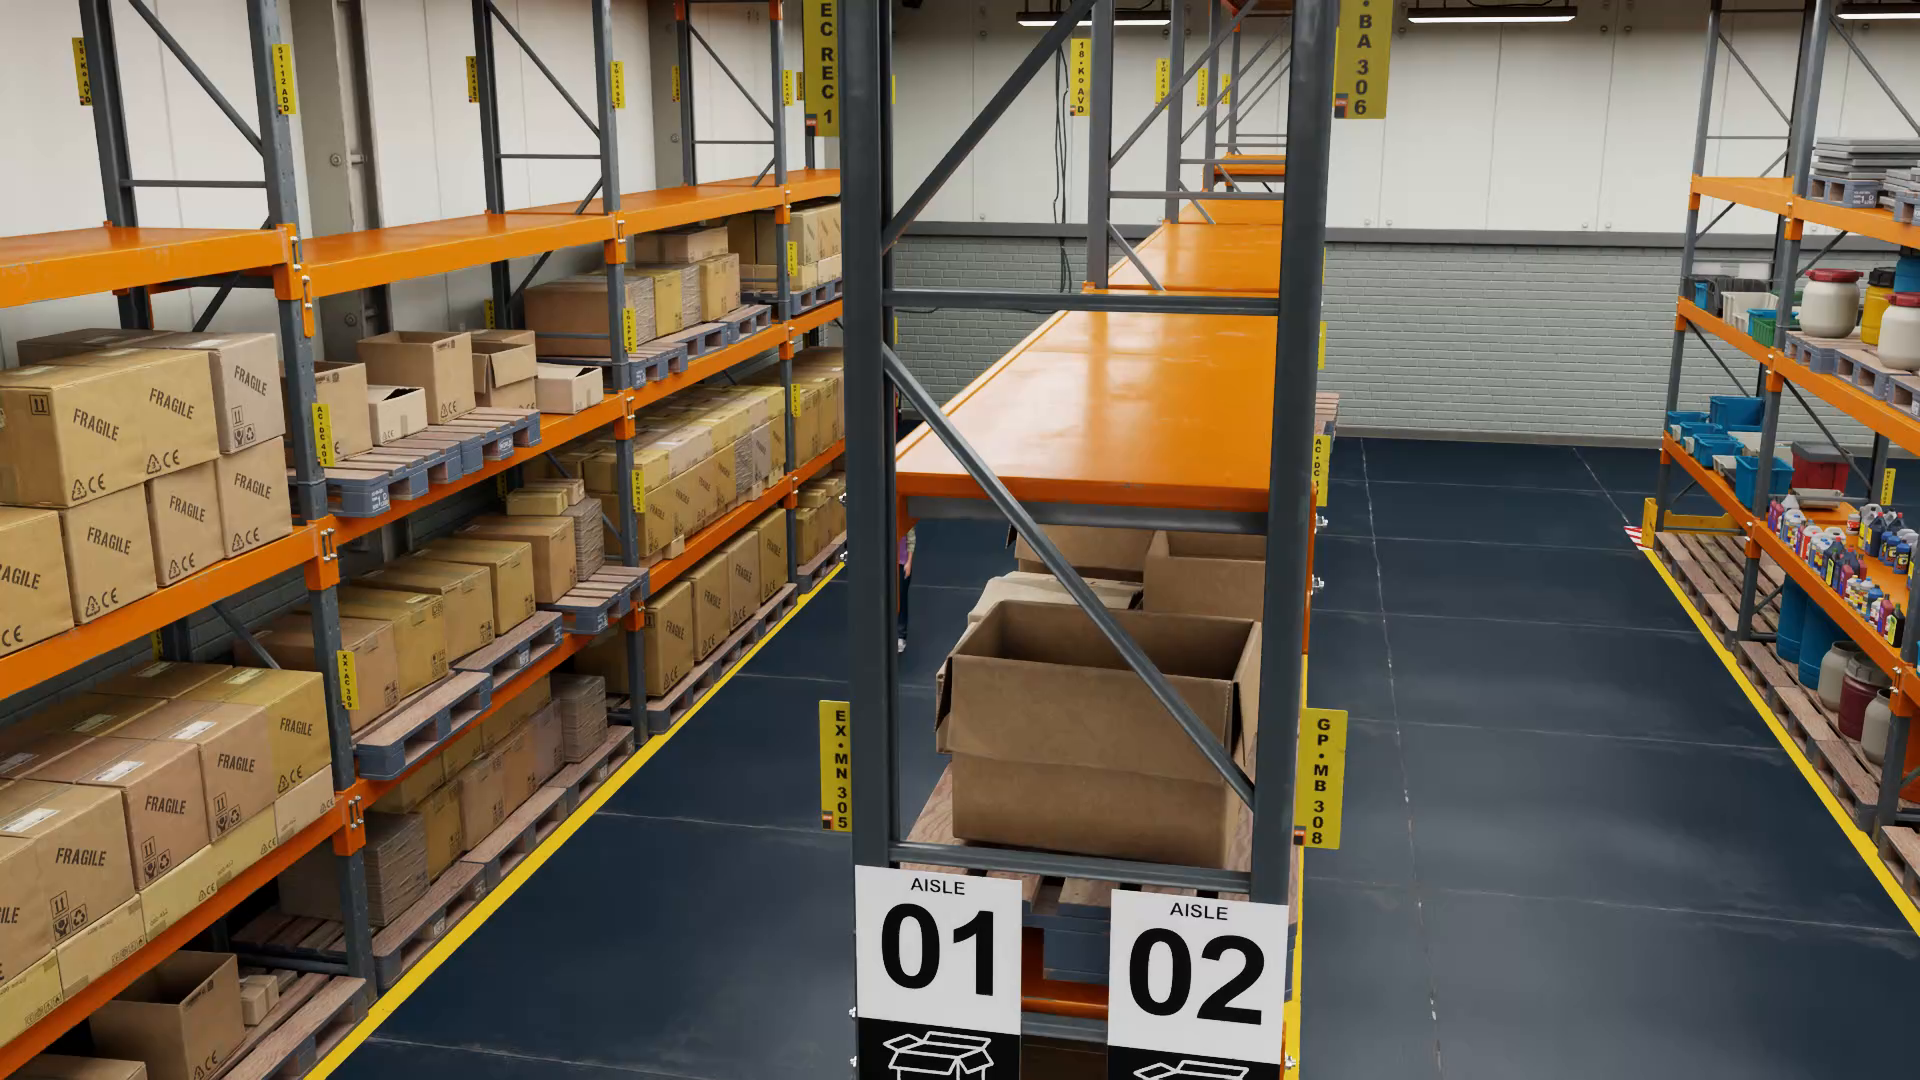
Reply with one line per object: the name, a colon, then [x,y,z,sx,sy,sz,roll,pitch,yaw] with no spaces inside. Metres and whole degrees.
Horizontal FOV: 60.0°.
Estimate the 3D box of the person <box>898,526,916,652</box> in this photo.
person: [-0.614,0.235,15.163,0.428,1.630,0.408,3,15,12]
